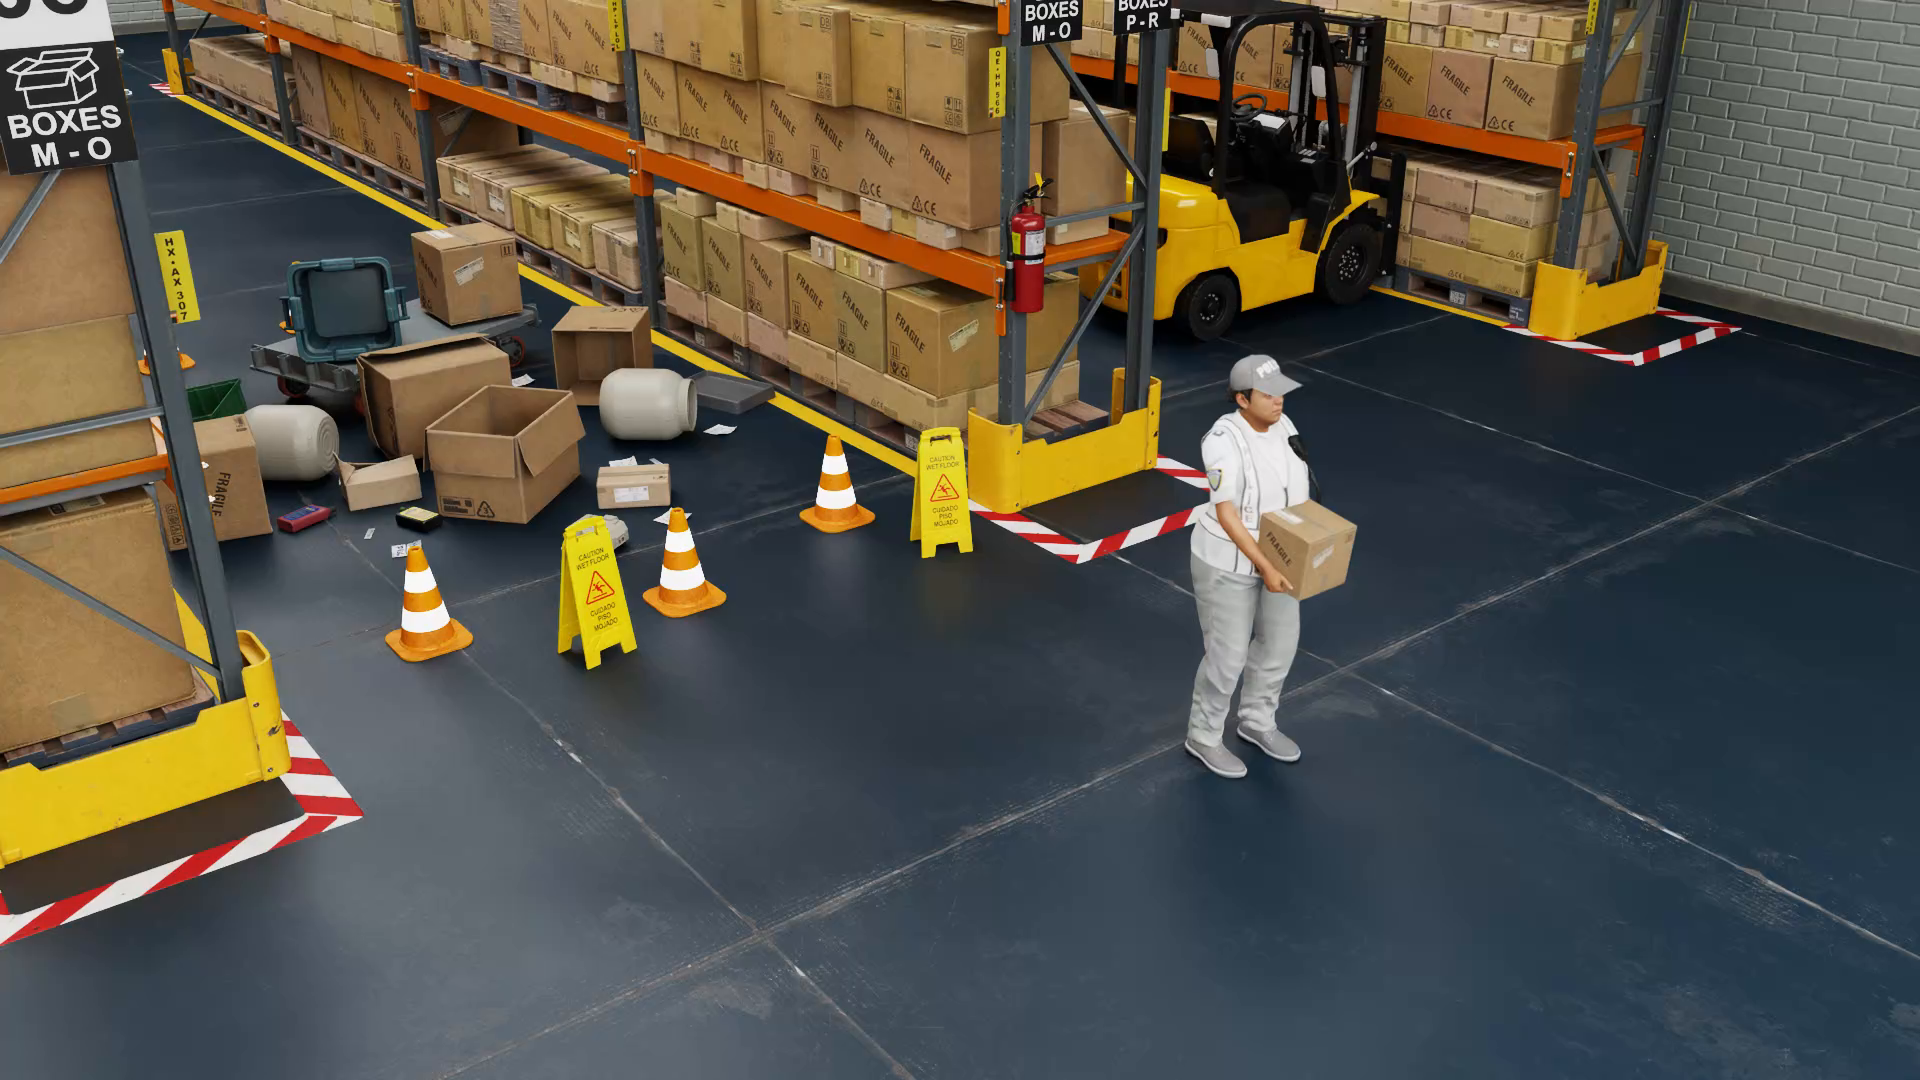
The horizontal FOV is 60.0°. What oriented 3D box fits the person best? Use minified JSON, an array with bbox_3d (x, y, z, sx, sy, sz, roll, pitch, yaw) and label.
[{"bbox_3d":[1.161,0.116,6.367,0.455,1.657,0.541,-18,30,-33],"label":"person"}]
